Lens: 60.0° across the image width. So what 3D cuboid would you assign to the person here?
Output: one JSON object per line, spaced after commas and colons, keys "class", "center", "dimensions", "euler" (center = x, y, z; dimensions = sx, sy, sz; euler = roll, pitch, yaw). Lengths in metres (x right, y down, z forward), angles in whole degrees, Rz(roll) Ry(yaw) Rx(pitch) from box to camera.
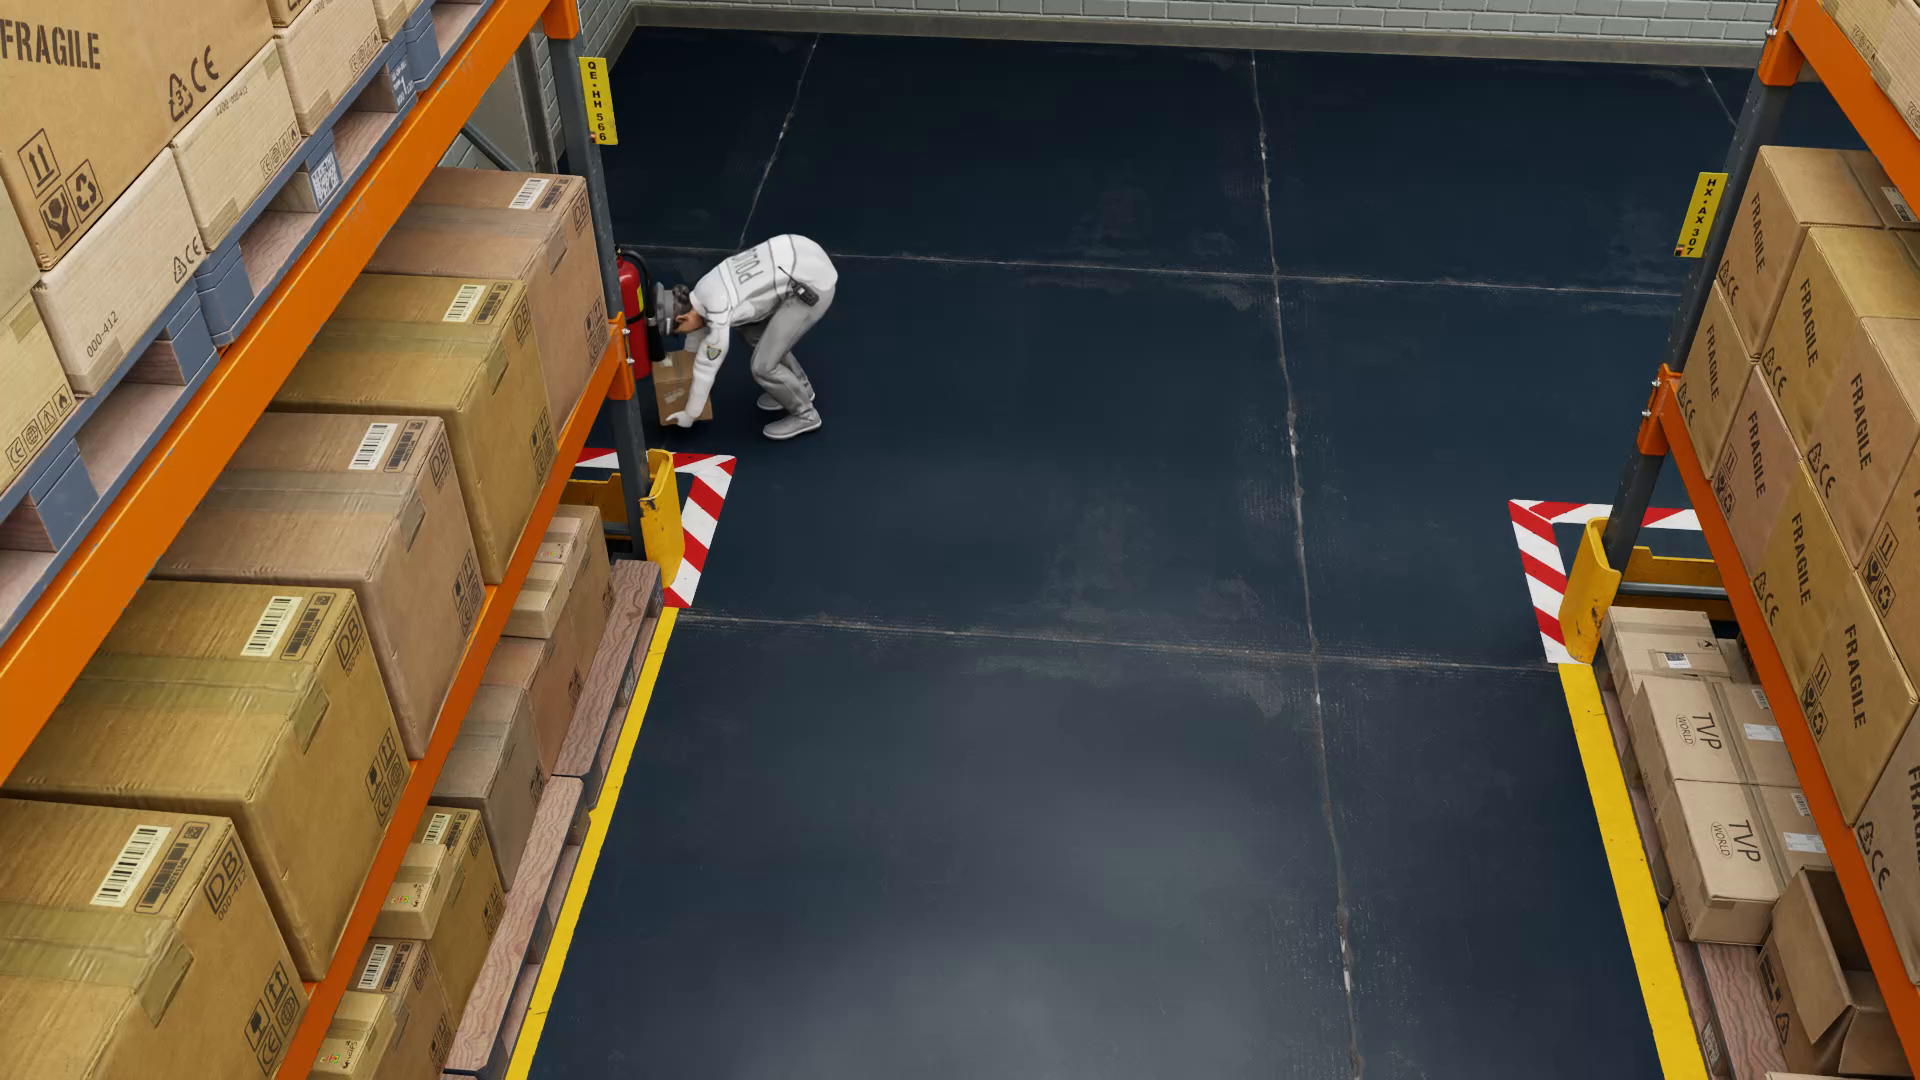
{"class": "person", "center": [-1.005, -0.937, 7.816], "dimensions": [0.884, 0.947, 0.461], "euler": [-10, 41, -12]}
